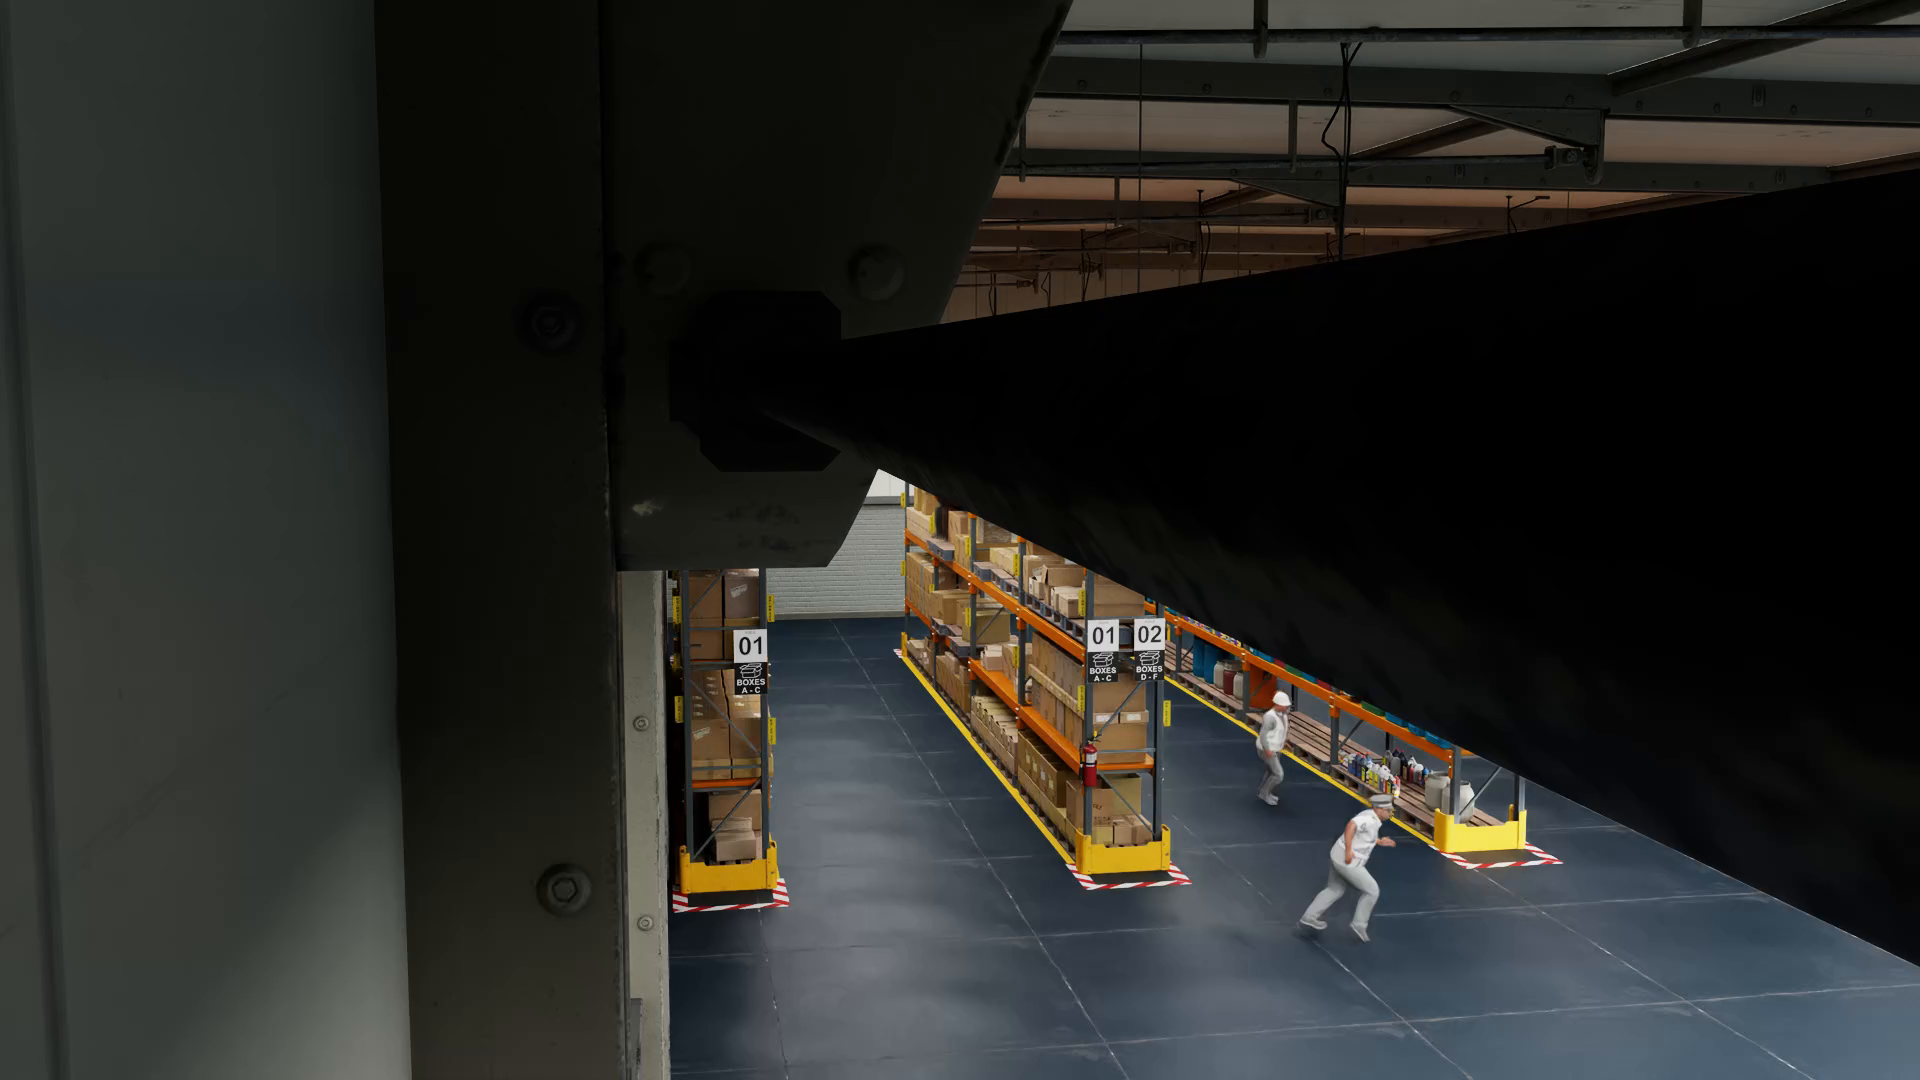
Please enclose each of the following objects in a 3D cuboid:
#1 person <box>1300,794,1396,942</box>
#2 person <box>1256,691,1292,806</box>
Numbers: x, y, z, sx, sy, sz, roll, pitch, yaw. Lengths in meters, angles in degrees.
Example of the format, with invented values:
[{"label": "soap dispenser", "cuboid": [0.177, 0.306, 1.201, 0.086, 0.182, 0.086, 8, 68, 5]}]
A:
[{"label": "person", "cuboid": [4.295, 3.647, 18.408, 1.022, 1.702, 0.705, 1, 6, 11]}, {"label": "person", "cuboid": [4.524, 2.999, 24.038, 0.641, 1.708, 0.666, 4, 7, 35]}]
